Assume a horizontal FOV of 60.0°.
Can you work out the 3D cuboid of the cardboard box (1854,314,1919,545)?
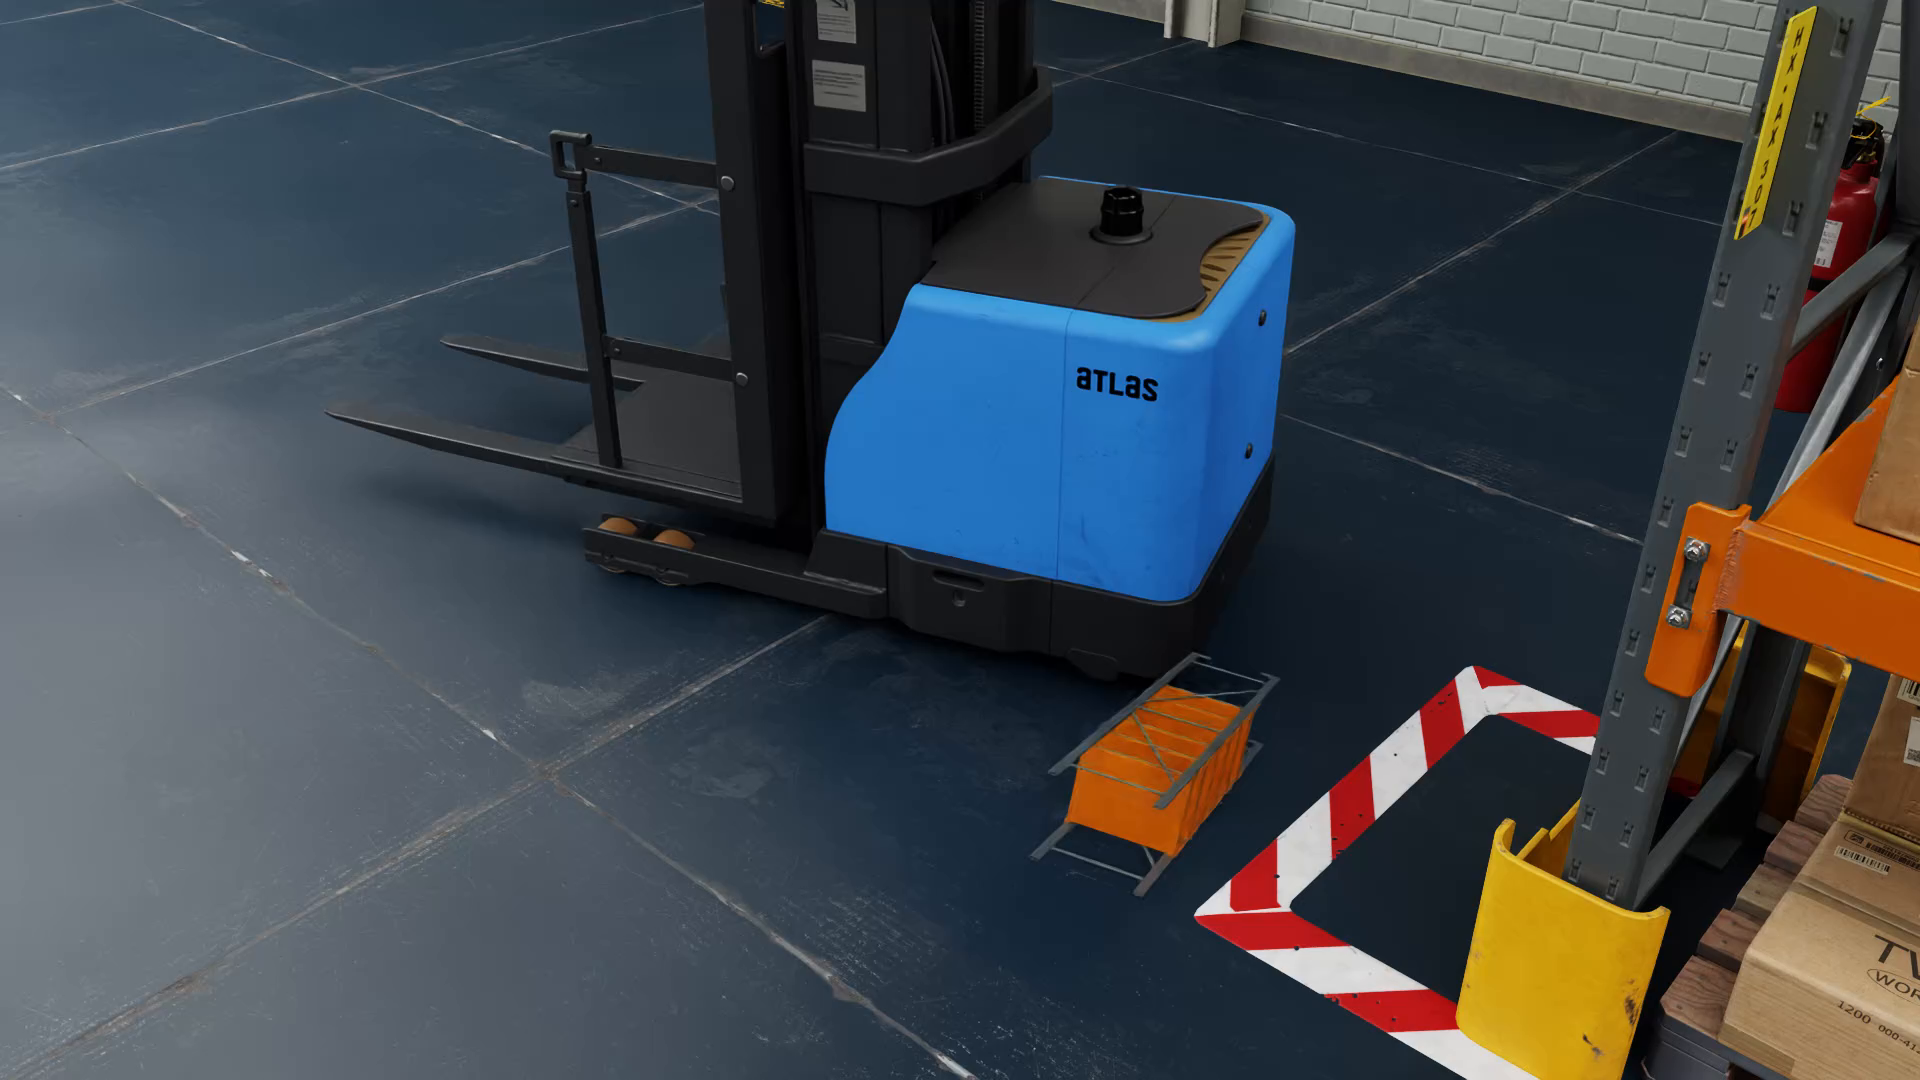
[{"bbox_3d":[1.905,-0.287,2.721,0.500,0.500,0.700,25,39,35],"label":"cardboard box"}]

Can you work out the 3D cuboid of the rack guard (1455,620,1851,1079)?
[{"bbox_3d":[1.550,0.652,3.682,0.348,0.500,1.175,25,39,35],"label":"rack guard"}]

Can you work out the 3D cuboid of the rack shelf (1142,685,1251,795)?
[{"bbox_3d":[0.544,0.474,3.964,0.258,0.180,0.103,16,13,19],"label":"rack shelf"}]

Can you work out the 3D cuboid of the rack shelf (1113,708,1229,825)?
[{"bbox_3d":[0.456,0.506,3.743,0.258,0.180,0.103,16,13,19],"label":"rack shelf"}]

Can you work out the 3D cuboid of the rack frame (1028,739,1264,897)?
[{"bbox_3d":[0.466,0.584,3.832,0.240,0.006,1.200,16,13,19],"label":"rack frame"}]

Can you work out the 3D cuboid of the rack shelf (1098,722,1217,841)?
[{"bbox_3d":[0.412,0.522,3.632,0.258,0.180,0.103,16,13,19],"label":"rack shelf"}]

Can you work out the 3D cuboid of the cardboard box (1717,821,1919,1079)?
[{"bbox_3d":[1.816,0.859,3.174,0.500,0.250,0.500,25,39,35],"label":"cardboard box"}]

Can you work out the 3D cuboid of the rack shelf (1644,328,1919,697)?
[{"bbox_3d":[3.050,0.590,2.059,4.000,0.370,1.077,25,39,35],"label":"rack shelf"}]

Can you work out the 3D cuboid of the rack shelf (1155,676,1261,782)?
[{"bbox_3d":[0.588,0.458,4.074,0.258,0.180,0.103,16,13,19],"label":"rack shelf"}]

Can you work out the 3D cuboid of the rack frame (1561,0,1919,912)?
[{"bbox_3d":[1.567,-0.410,3.023,0.127,3.000,1.000,25,39,35],"label":"rack frame"}]

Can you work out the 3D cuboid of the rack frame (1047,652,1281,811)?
[{"bbox_3d":[0.502,0.408,3.792,0.240,0.006,1.200,16,13,19],"label":"rack frame"}]

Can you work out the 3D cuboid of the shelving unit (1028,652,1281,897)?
[{"bbox_3d":[0.484,0.496,3.812,0.258,0.189,1.200,16,13,19],"label":"shelving unit"}]

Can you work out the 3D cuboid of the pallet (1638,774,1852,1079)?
[{"bbox_3d":[2.163,1.033,3.329,1.213,0.211,1.003,25,39,35],"label":"pallet"}]

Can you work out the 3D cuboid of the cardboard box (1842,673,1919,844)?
[{"bbox_3d":[2.165,0.338,3.311,0.500,0.500,0.500,25,39,35],"label":"cardboard box"}]

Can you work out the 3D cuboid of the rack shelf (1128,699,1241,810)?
[{"bbox_3d":[0.500,0.490,3.853,0.258,0.180,0.103,16,13,19],"label":"rack shelf"}]

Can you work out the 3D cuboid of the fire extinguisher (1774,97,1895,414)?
[{"bbox_3d":[1.792,-0.596,3.406,0.183,0.674,0.296,25,39,35],"label":"fire extinguisher"}]

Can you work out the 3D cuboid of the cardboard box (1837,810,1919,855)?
[{"bbox_3d":[2.163,0.661,3.503,0.500,0.250,0.500,25,39,35],"label":"cardboard box"}]

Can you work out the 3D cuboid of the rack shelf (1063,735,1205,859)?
[{"bbox_3d":[0.368,0.538,3.522,0.258,0.180,0.103,16,13,19],"label":"rack shelf"}]

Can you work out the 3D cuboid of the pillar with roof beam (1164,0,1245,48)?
[{"bbox_3d":[-1.349,-5.395,5.486,0.400,9.000,9.100,25,39,35],"label":"pillar with roof beam"}]

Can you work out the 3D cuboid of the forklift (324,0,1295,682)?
[{"bbox_3d":[-0.597,-1.353,4.655,3.031,2.935,1.130,12,33,19],"label":"forklift"}]

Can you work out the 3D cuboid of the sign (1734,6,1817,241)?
[{"bbox_3d":[1.191,-0.605,2.430,0.005,0.325,0.100,25,39,35],"label":"sign"}]
